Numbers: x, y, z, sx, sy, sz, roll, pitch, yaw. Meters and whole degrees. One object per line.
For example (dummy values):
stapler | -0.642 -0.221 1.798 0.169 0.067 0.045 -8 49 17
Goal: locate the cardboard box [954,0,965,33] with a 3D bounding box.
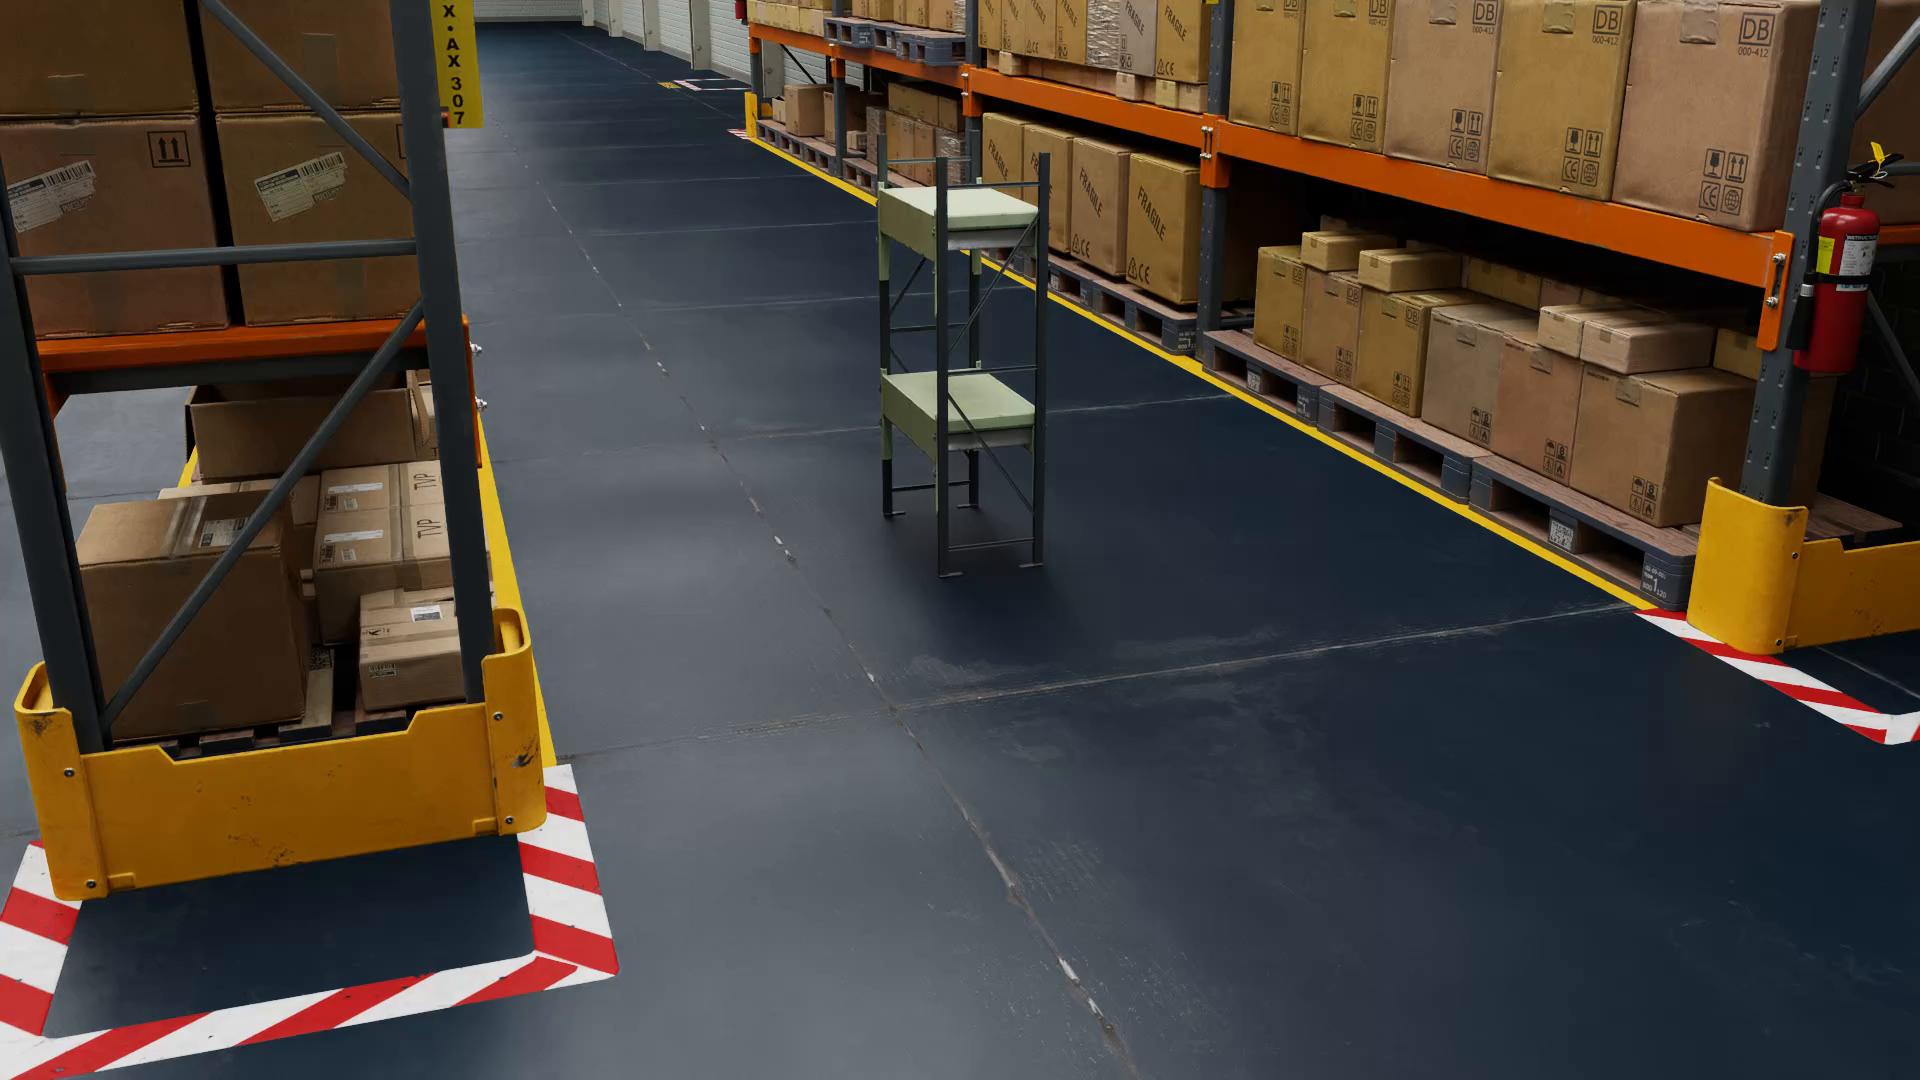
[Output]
cardboard box | 0.375 -4.128 12.675 0.700 0.500 0.500 -9 22 -24

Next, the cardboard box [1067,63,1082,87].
cardboard box | 0.908 -2.994 10.658 0.380 0.149 0.250 -6 21 -17

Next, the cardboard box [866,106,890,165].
cardboard box | -0.478 -3.804 15.618 0.700 0.500 0.500 -6 21 -15

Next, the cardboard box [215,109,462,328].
cardboard box | -1.544 -0.847 4.190 0.500 0.500 0.500 -6 21 -16

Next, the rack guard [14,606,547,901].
rack guard | -1.679 0.522 4.223 1.175 0.500 0.348 -6 21 -17

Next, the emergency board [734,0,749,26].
emergency board | -3.567 -8.882 26.707 0.194 1.169 0.643 -6 21 -17

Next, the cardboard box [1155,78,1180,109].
cardboard box | 1.313 -2.489 9.251 0.380 0.149 0.250 -6 21 -16

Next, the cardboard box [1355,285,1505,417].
cardboard box | 2.241 -0.885 7.519 0.700 0.500 0.500 -6 21 -16

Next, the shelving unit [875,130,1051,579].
shelving unit | -0.002 -0.708 6.169 0.431 1.500 0.755 -6 21 -17

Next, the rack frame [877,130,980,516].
rack frame | -0.117 -0.825 6.496 0.400 1.500 0.023 -6 21 -17

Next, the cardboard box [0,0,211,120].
cardboard box | -2.056 -1.261 3.863 0.500 0.500 0.500 -7 21 -18

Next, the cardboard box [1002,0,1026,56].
cardboard box | 0.598 -3.569 11.298 0.500 0.500 0.500 -6 21 -15

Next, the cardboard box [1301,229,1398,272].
cardboard box | 1.862 -1.387 7.959 0.380 0.149 0.250 -6 21 -15

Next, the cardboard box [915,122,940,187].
cardboard box | 0.022 -3.315 14.255 0.700 0.500 0.500 -7 21 -17

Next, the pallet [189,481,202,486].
pallet | -2.310 0.012 6.072 1.003 0.211 1.213 -6 21 -17

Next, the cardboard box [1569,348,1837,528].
cardboard box | 2.732 -0.393 6.149 0.700 0.500 0.500 -6 21 -17

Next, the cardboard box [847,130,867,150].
cardboard box | -0.922 -4.050 16.796 0.380 0.166 0.250 -9 22 -24

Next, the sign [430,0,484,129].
sign | -1.140 -1.095 3.747 0.100 0.325 0.005 -6 21 -17

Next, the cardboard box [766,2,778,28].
cardboard box | -1.799 -5.711 18.072 0.500 0.250 0.500 -7 21 -18

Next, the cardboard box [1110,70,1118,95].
cardboard box | 1.121 -2.741 9.952 0.380 0.149 0.250 -6 21 -17

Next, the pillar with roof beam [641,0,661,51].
pillar with roof beam | -10.685 -14.301 32.921 9.100 9.000 0.400 -6 21 -17

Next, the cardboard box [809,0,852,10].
cardboard box | -1.167 -5.419 16.149 0.500 0.500 0.500 -6 21 -17

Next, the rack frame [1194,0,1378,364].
rack frame | 1.789 -2.441 8.775 1.000 3.000 0.127 -6 21 -17

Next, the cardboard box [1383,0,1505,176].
cardboard box | 2.407 -1.939 6.934 0.980 0.700 0.700 -7 21 -20

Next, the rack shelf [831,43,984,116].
rack shelf | -0.096 -4.028 14.257 1.077 0.370 4.000 -6 21 -17

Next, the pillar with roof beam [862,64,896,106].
pillar with roof beam | -5.028 -8.525 16.839 9.100 9.000 0.400 -6 21 -17

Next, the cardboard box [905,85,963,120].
cardboard box | -0.169 -3.850 14.635 0.500 0.250 0.500 -7 21 -19

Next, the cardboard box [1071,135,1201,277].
cardboard box | 1.180 -2.107 10.403 0.750 0.750 0.750 -6 21 -16

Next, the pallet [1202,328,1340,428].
pallet | 1.954 -0.876 8.544 1.003 0.211 1.213 -6 21 -17

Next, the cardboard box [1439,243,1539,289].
cardboard box | 2.400 -1.250 7.575 0.380 0.149 0.250 -6 21 -17

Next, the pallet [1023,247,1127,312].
pallet | 1.088 -1.760 11.005 1.003 0.211 1.213 -6 21 -17

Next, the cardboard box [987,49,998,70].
cardboard box | 0.416 -3.486 12.025 0.380 0.149 0.250 -7 21 -18

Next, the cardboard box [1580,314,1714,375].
cardboard box | 2.518 -0.720 6.100 0.380 0.149 0.250 -7 21 -18

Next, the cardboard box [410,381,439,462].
cardboard box | -2.228 -0.462 6.591 0.500 0.311 0.500 -6 21 -17

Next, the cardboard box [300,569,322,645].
cardboard box | -2.101 0.209 4.939 0.380 0.166 0.250 -6 21 -17

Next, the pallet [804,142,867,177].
pallet | -0.970 -3.908 16.984 1.003 0.211 1.213 -6 21 -17

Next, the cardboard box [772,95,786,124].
cardboard box | -1.850 -5.002 19.232 0.500 0.311 0.500 -9 22 -23

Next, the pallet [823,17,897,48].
pallet | -0.623 -4.657 15.229 1.003 0.211 1.213 -6 21 -17

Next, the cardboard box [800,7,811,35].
cardboard box | -1.310 -5.228 16.726 0.500 0.250 0.500 -6 21 -17

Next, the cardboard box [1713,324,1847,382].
cardboard box | 2.961 -0.679 5.987 0.380 0.149 0.250 -6 21 -17

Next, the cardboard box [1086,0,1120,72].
cardboard box | 1.085 -3.084 9.947 0.500 0.500 0.500 -6 21 -17

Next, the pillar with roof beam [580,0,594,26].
pillar with roof beam | -14.457 -18.152 43.642 9.100 9.000 0.400 -6 21 -17

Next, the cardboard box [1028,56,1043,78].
cardboard box | 0.686 -3.242 11.347 0.380 0.149 0.250 -7 21 -18

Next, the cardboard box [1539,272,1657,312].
cardboard box | 2.642 -1.003 6.890 0.380 0.149 0.250 -6 21 -16

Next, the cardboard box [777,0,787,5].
cardboard box | -1.642 -5.908 17.510 0.500 0.500 0.500 -6 21 -16

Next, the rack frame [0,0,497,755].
rack frame | -1.655 -0.630 3.733 1.000 3.000 0.127 -6 21 -17

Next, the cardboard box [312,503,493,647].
cardboard box | -1.714 0.092 5.140 0.500 0.250 0.500 -6 21 -17

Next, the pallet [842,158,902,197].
pallet | -0.479 -3.446 15.699 1.003 0.211 1.213 -6 21 -17

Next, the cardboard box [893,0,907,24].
cardboard box | -0.192 -4.707 14.286 0.700 0.500 0.500 -4 20 -10
